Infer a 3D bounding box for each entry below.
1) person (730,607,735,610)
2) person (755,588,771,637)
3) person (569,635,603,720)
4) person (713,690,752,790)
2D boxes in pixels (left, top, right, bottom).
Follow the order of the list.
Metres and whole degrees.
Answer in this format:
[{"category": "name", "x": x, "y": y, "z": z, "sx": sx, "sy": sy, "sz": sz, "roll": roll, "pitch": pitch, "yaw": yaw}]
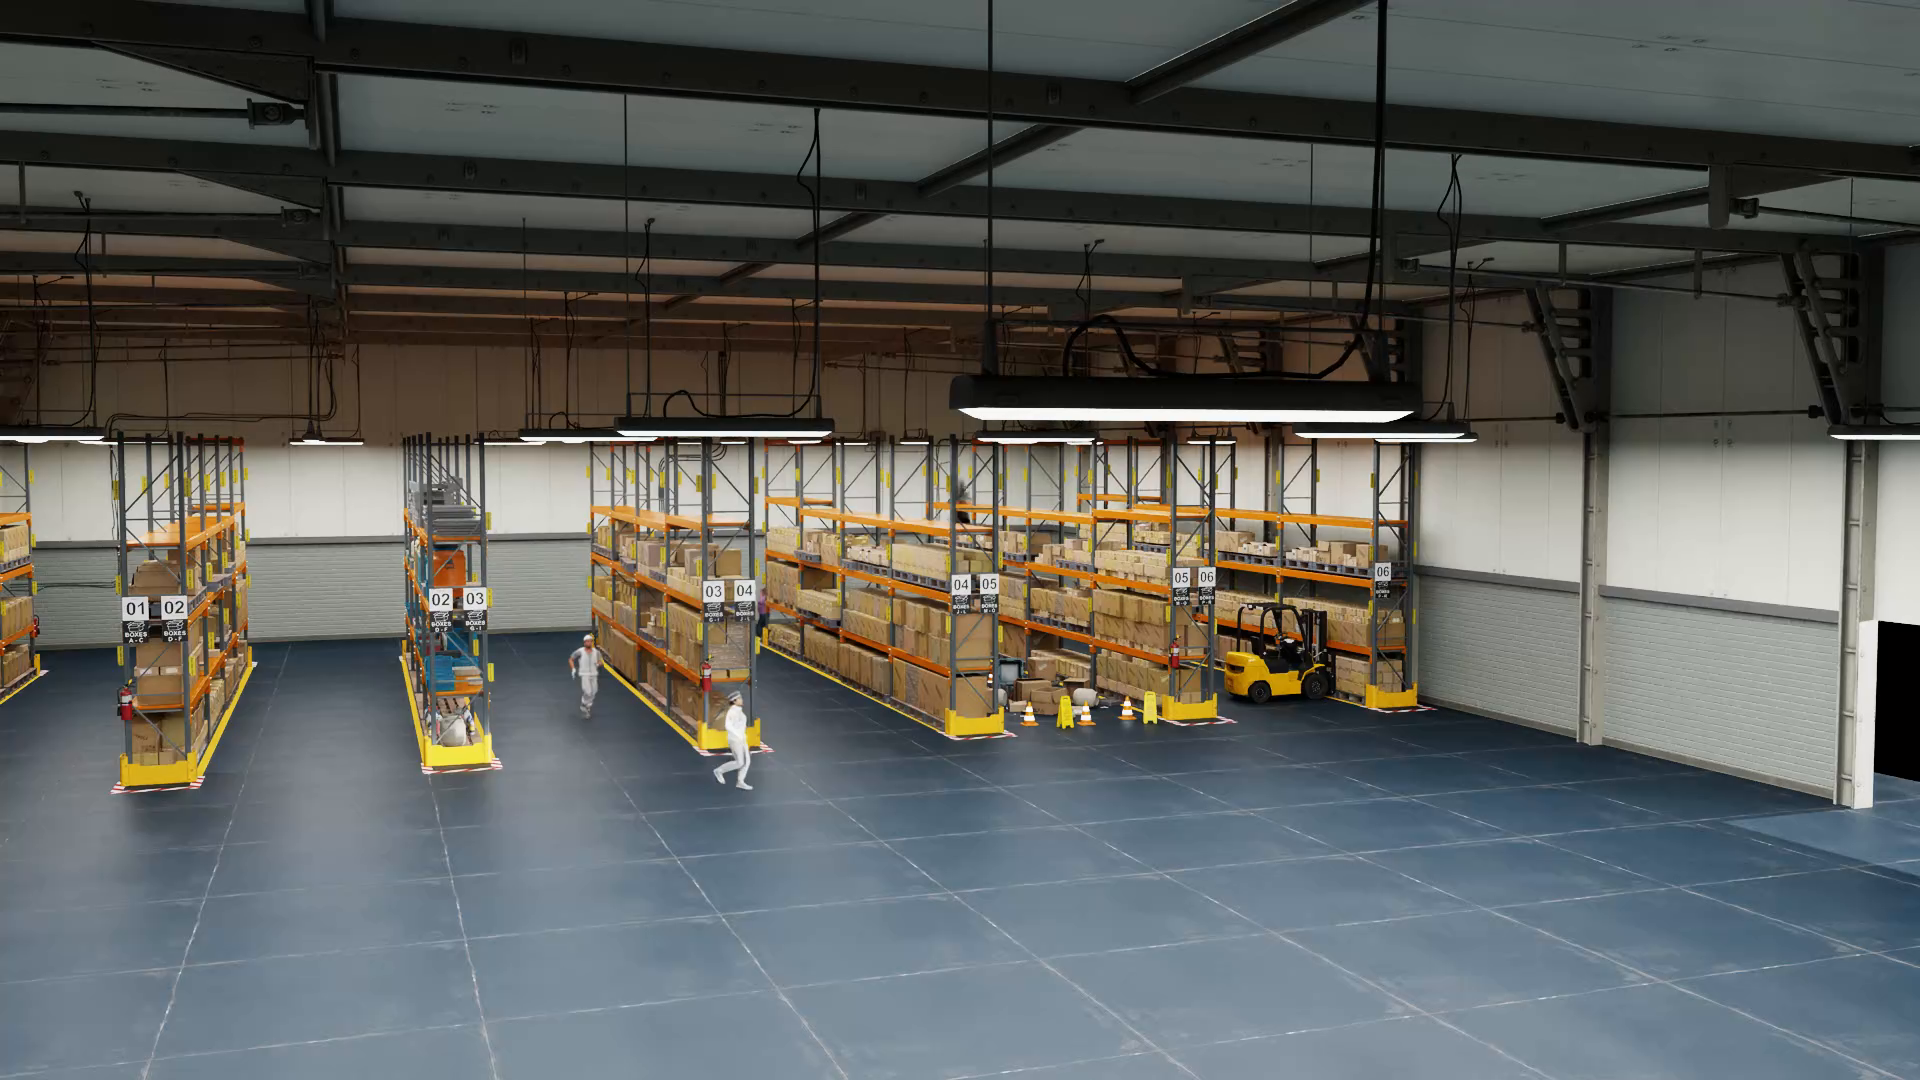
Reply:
[{"category": "person", "x": -6.310, "y": 2.345, "z": 46.237, "sx": 0.597, "sy": 1.604, "sz": 0.746, "roll": 0, "pitch": 3, "yaw": -6}, {"category": "person", "x": -5.793, "y": 2.203, "z": 49.350, "sx": 0.770, "sy": 1.592, "sz": 0.599, "roll": -2, "pitch": 4, "yaw": -36}, {"category": "person", "x": -7.814, "y": 2.888, "z": 34.983, "sx": 0.641, "sy": 1.775, "sz": 0.690, "roll": -2, "pitch": 4, "yaw": -35}, {"category": "person", "x": -3.808, "y": 3.352, "z": 27.912, "sx": 0.648, "sy": 1.675, "sz": 0.627, "roll": 0, "pitch": 3, "yaw": 8}]
